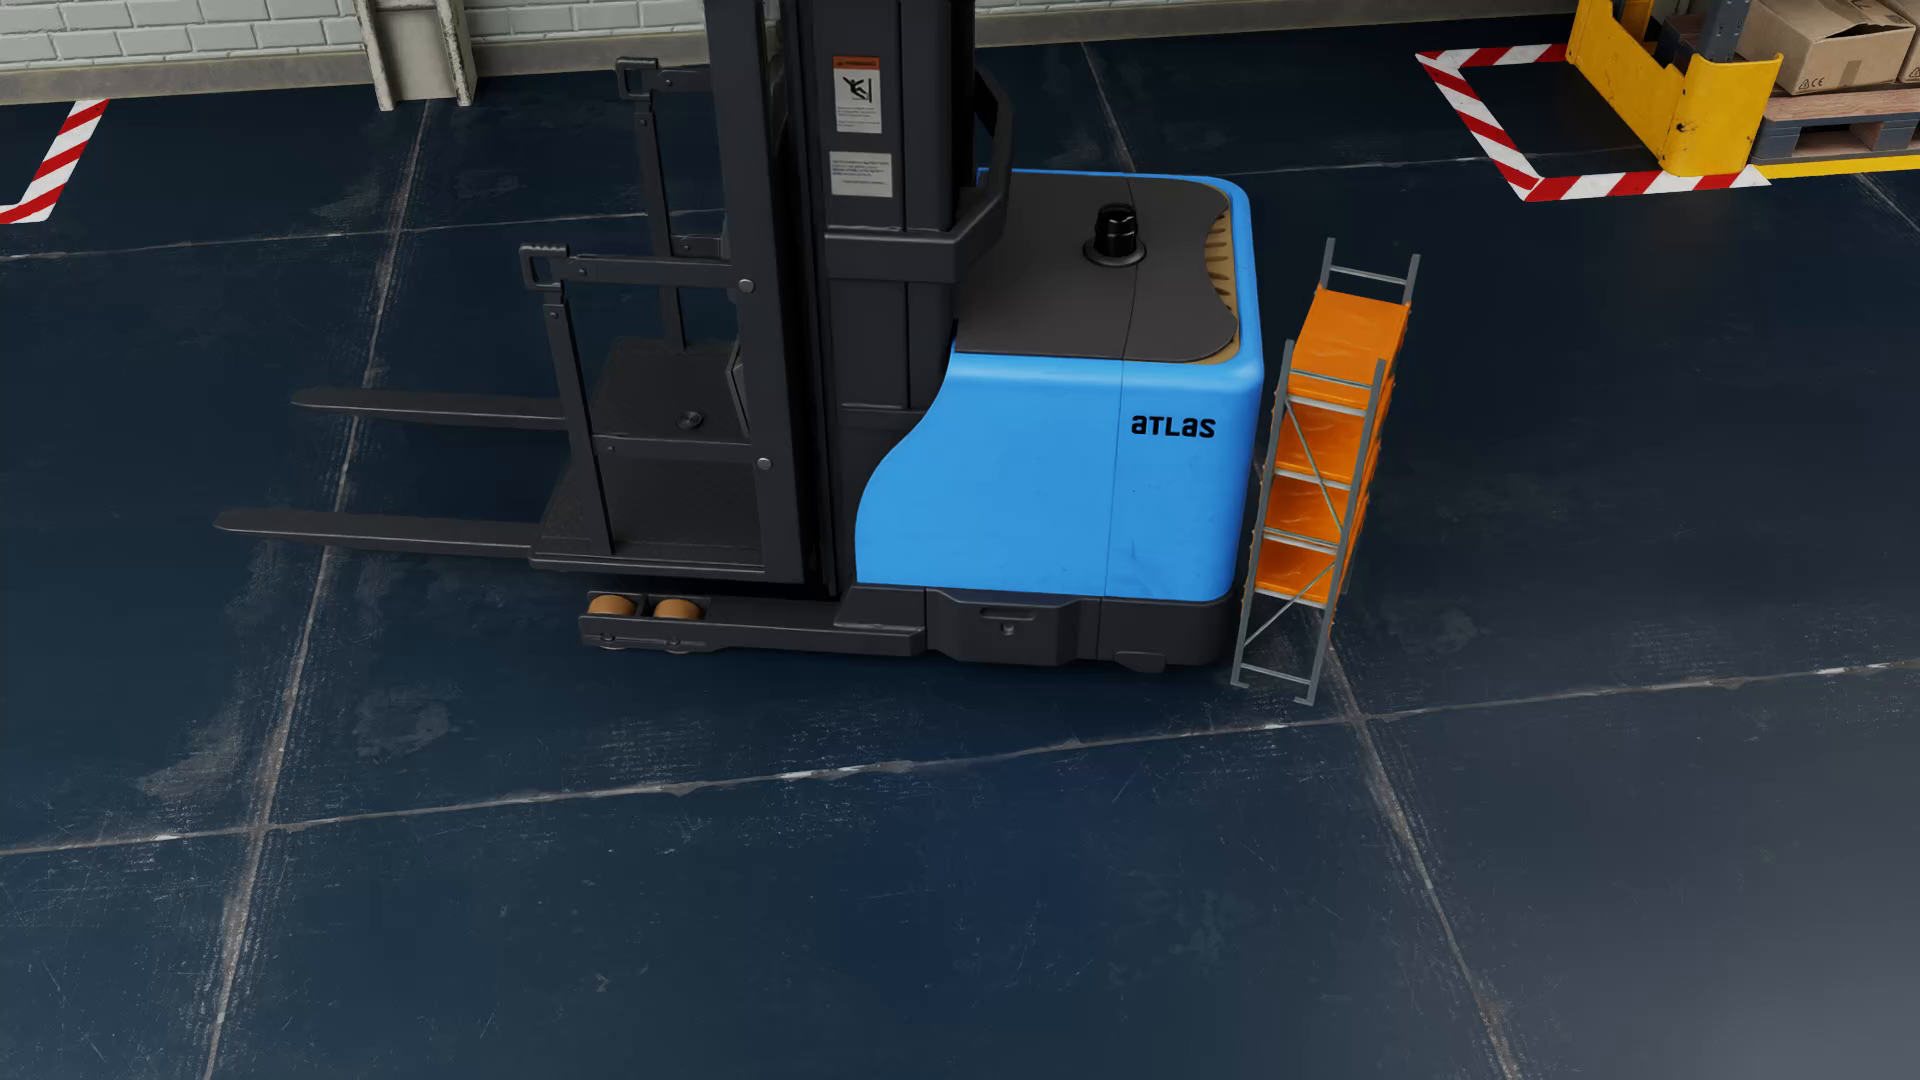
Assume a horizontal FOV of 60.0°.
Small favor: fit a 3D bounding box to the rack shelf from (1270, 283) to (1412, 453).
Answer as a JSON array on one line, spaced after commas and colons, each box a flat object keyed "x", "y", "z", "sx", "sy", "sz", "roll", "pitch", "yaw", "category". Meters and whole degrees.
[{"x": 0.981, "y": -0.449, "z": 4.265, "sx": 0.258, "sy": 0.148, "sz": 0.480, "roll": 14, "pitch": 44, "yaw": 15, "category": "rack shelf"}]

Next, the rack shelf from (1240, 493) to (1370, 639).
[{"x": 0.980, "y": 0.040, "z": 4.707, "sx": 0.258, "sy": 0.148, "sz": 0.480, "roll": 14, "pitch": 44, "yaw": 15, "category": "rack shelf"}]

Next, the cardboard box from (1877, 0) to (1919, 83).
[{"x": 4.244, "y": -2.231, "z": 7.163, "sx": 0.500, "sy": 0.311, "sz": 0.500, "roll": -2, "pitch": 42, "yaw": -2, "category": "cardboard box"}]

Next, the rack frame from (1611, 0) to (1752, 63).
[{"x": 2.981, "y": -3.017, "z": 6.355, "sx": 0.127, "sy": 3.000, "sz": 1.000, "roll": -5, "pitch": 42, "yaw": -6, "category": "rack frame"}]

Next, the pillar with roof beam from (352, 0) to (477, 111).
[{"x": -1.829, "y": -2.500, "z": 1.303, "sx": 0.400, "sy": 9.000, "sz": 9.100, "roll": -5, "pitch": 42, "yaw": -6, "category": "pillar with roof beam"}]

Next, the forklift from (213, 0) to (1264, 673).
[{"x": -0.698, "y": -1.104, "z": 4.286, "sx": 3.031, "sy": 2.935, "sz": 1.130, "roll": 3, "pitch": 42, "yaw": 4, "category": "forklift"}]

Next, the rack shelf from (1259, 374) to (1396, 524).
[{"x": 0.981, "y": -0.274, "z": 4.424, "sx": 0.258, "sy": 0.148, "sz": 0.480, "roll": 14, "pitch": 44, "yaw": 15, "category": "rack shelf"}]

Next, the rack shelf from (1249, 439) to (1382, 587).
[{"x": 0.980, "y": -0.108, "z": 4.574, "sx": 0.258, "sy": 0.148, "sz": 0.480, "roll": 14, "pitch": 44, "yaw": 15, "category": "rack shelf"}]

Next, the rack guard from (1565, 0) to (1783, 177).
[{"x": 3.056, "y": -2.095, "z": 7.200, "sx": 0.348, "sy": 0.500, "sz": 1.175, "roll": -5, "pitch": 42, "yaw": -6, "category": "rack guard"}]

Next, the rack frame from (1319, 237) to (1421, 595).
[{"x": 1.067, "y": -0.310, "z": 4.698, "sx": 0.240, "sy": 1.200, "sz": 0.015, "roll": 14, "pitch": 44, "yaw": 15, "category": "rack frame"}]

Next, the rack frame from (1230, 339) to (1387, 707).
[{"x": 0.893, "y": -0.005, "z": 4.359, "sx": 0.240, "sy": 1.200, "sz": 0.015, "roll": 14, "pitch": 44, "yaw": 15, "category": "rack frame"}]

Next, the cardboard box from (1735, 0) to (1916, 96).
[{"x": 3.678, "y": -2.182, "z": 7.109, "sx": 0.500, "sy": 0.311, "sz": 0.500, "roll": -9, "pitch": 43, "yaw": -10, "category": "cardboard box"}]

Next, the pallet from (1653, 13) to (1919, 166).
[{"x": 3.866, "y": -2.035, "z": 7.348, "sx": 1.213, "sy": 0.211, "sz": 1.003, "roll": -5, "pitch": 42, "yaw": -6, "category": "pallet"}]

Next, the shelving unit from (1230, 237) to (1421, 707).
[{"x": 0.980, "y": -0.158, "z": 4.529, "sx": 0.258, "sy": 1.200, "sz": 0.503, "roll": 14, "pitch": 44, "yaw": 15, "category": "shelving unit"}]
